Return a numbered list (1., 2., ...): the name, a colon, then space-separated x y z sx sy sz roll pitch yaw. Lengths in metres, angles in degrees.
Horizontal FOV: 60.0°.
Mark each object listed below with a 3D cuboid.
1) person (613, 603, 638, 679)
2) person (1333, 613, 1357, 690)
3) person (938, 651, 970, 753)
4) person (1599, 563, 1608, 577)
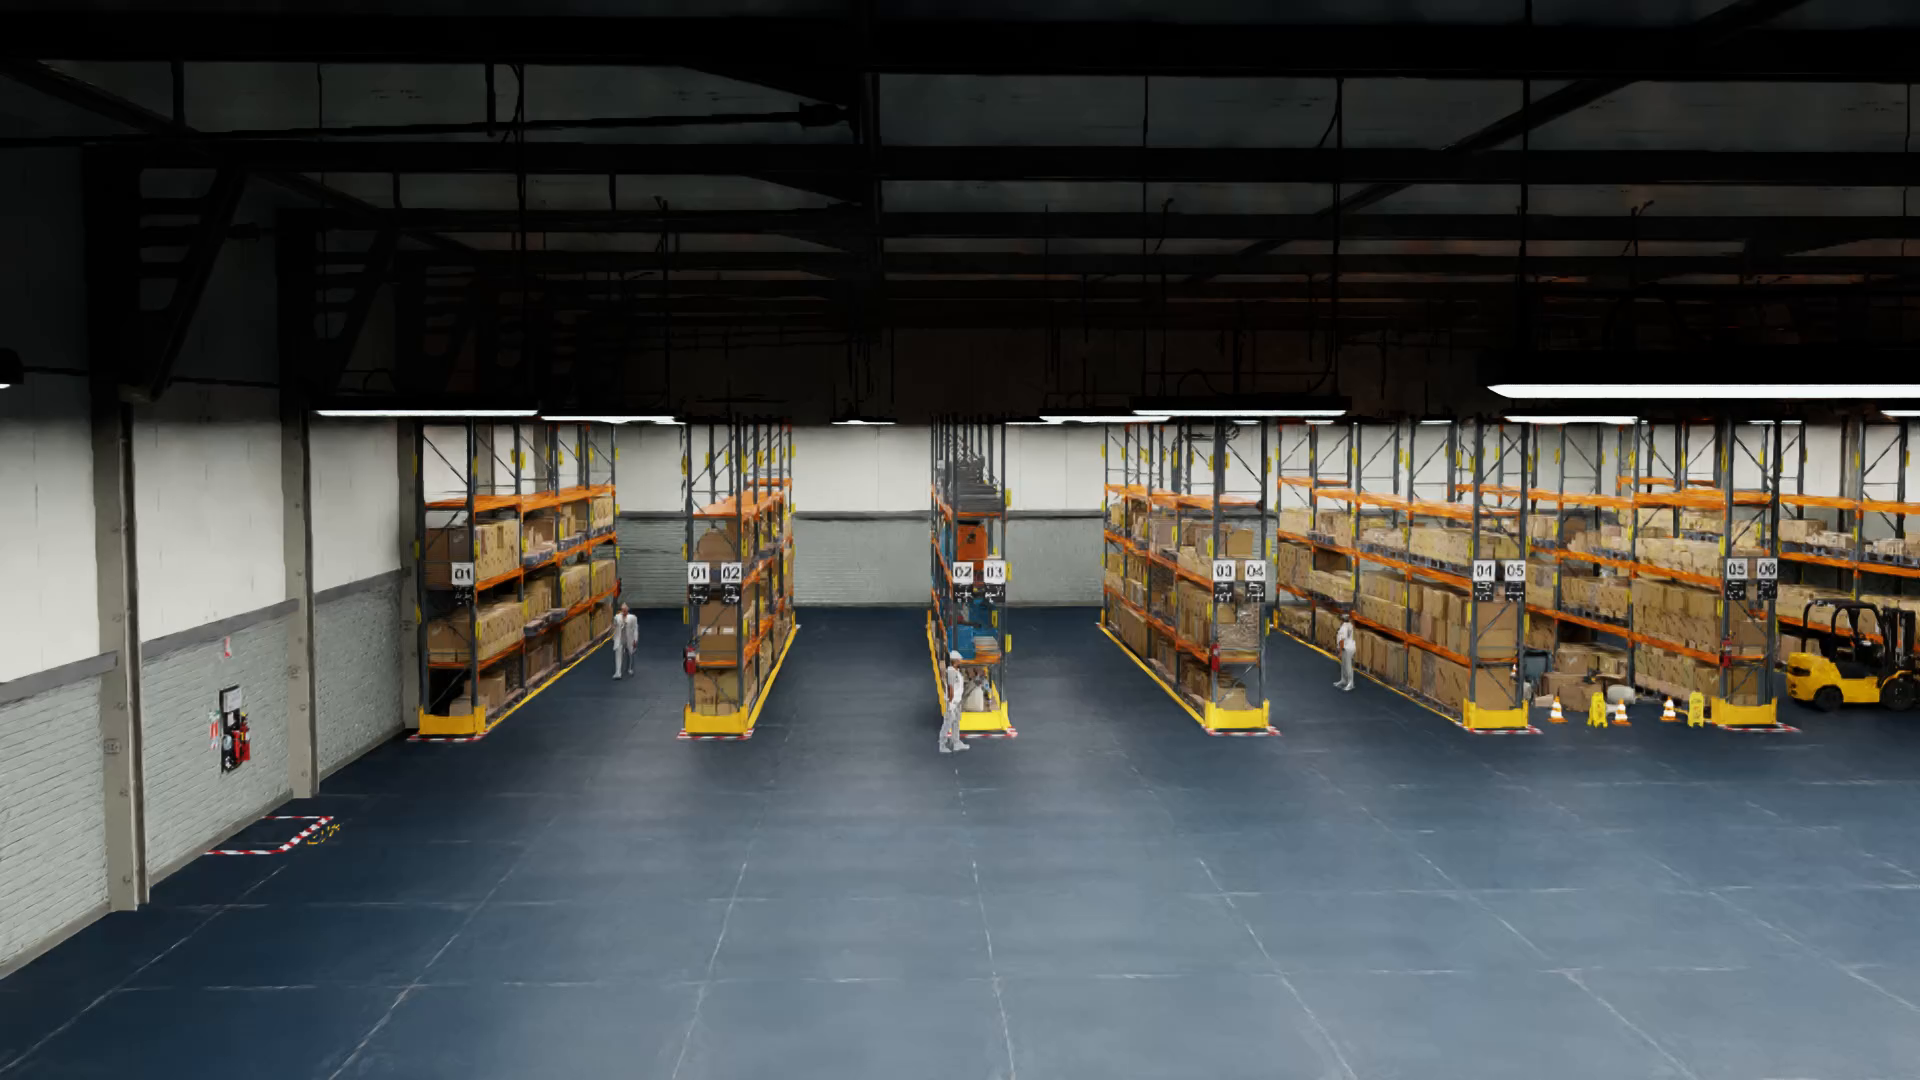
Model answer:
1. person: -7.629 2.275 37.918 0.588 1.700 1.193 0 4 -4
2. person: 8.392 2.416 36.294 0.556 1.653 0.599 2 4 30
3. person: -0.113 2.834 29.272 0.509 1.785 0.661 0 4 7
4. person: 19.321 1.453 50.099 0.548 1.739 0.652 -2 4 -28
